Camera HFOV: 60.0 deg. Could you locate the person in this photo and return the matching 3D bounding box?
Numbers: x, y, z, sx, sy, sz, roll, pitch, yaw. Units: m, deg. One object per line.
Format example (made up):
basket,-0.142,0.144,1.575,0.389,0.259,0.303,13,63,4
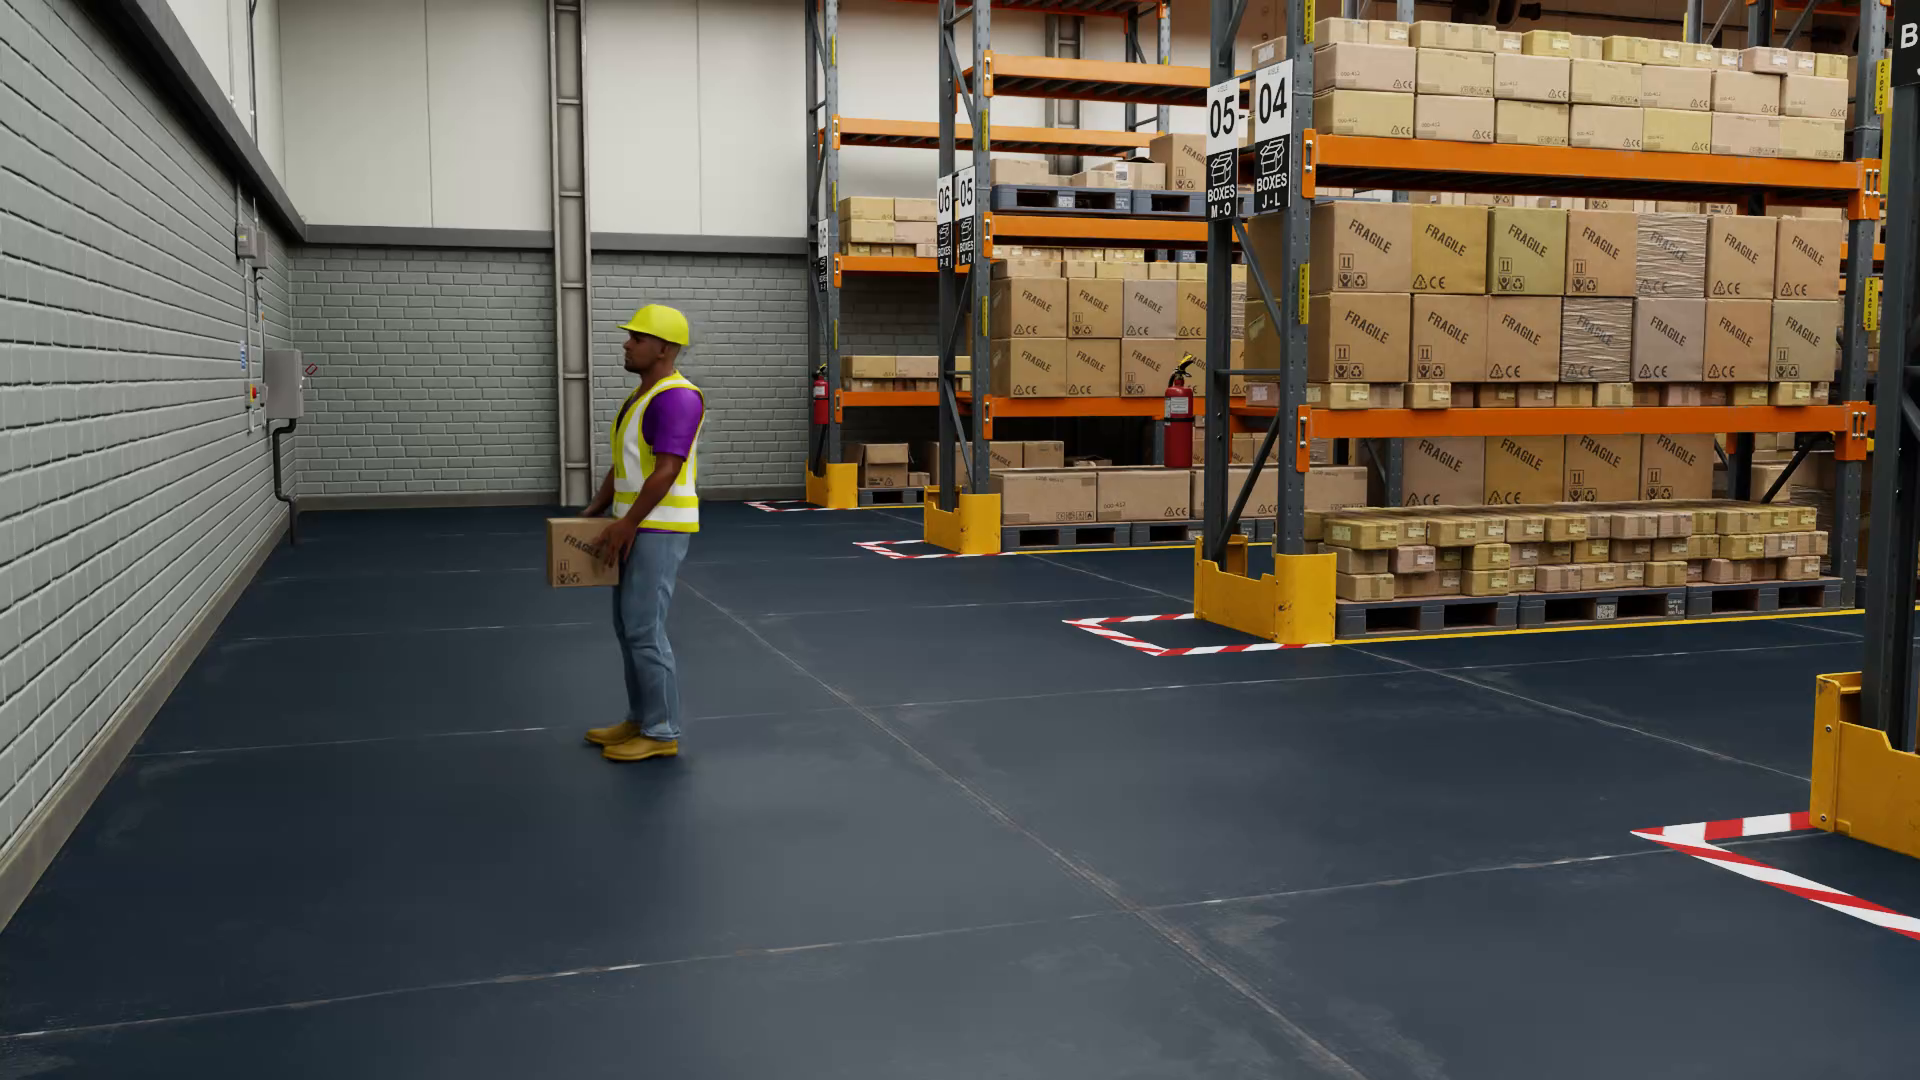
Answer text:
person,-1.262,-0.033,6.526,0.481,1.771,0.581,-3,6,-24
